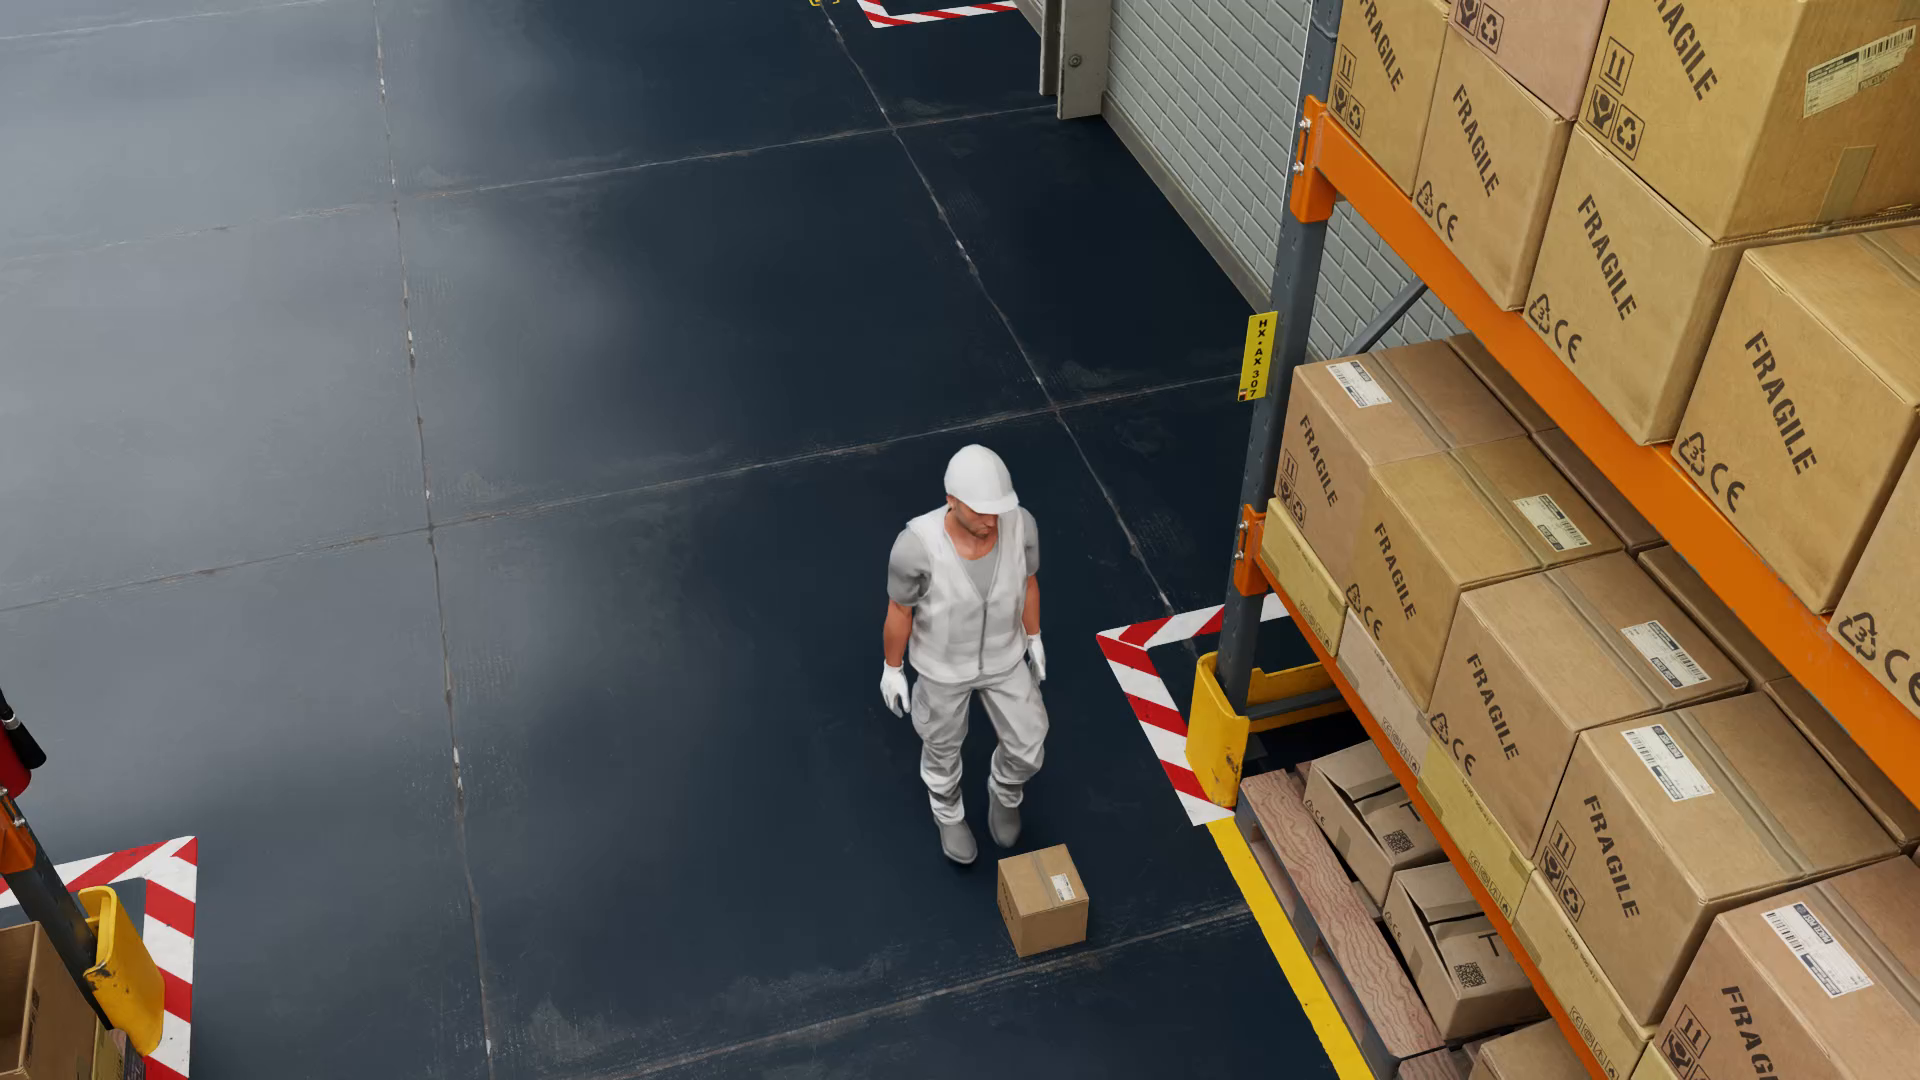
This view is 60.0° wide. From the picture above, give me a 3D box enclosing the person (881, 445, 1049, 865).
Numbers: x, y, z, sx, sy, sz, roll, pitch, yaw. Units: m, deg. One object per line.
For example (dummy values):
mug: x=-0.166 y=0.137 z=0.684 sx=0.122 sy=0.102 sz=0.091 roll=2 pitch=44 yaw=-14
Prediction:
person: x=0.026 y=0.448 z=5.655 sx=0.587 sy=1.823 sz=0.421 roll=-13 pitch=43 yaw=-14
